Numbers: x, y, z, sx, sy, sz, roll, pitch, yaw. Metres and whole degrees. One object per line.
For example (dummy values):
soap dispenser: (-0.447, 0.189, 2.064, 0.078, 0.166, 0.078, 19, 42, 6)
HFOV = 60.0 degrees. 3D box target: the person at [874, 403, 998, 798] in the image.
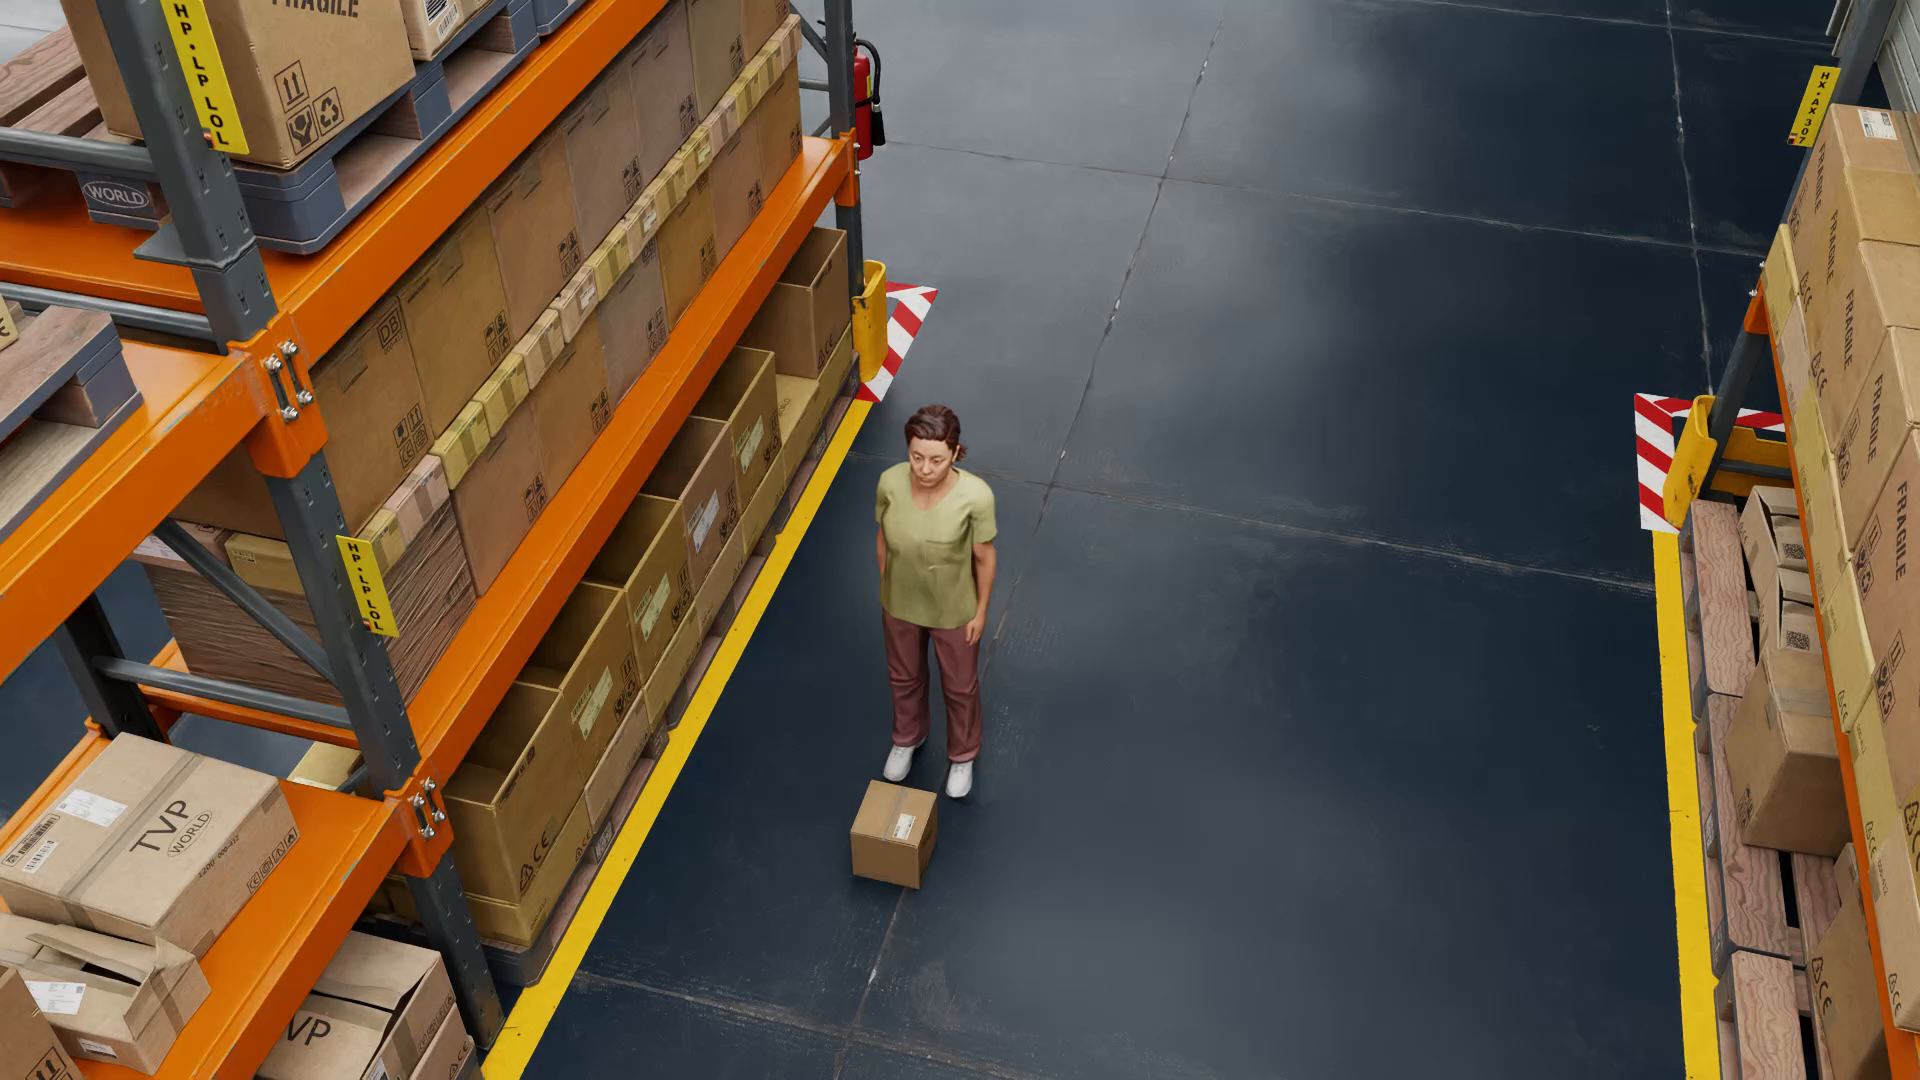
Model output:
person: (-0.096, 0.225, 5.906, 0.439, 1.673, 0.359, 11, 42, 13)
